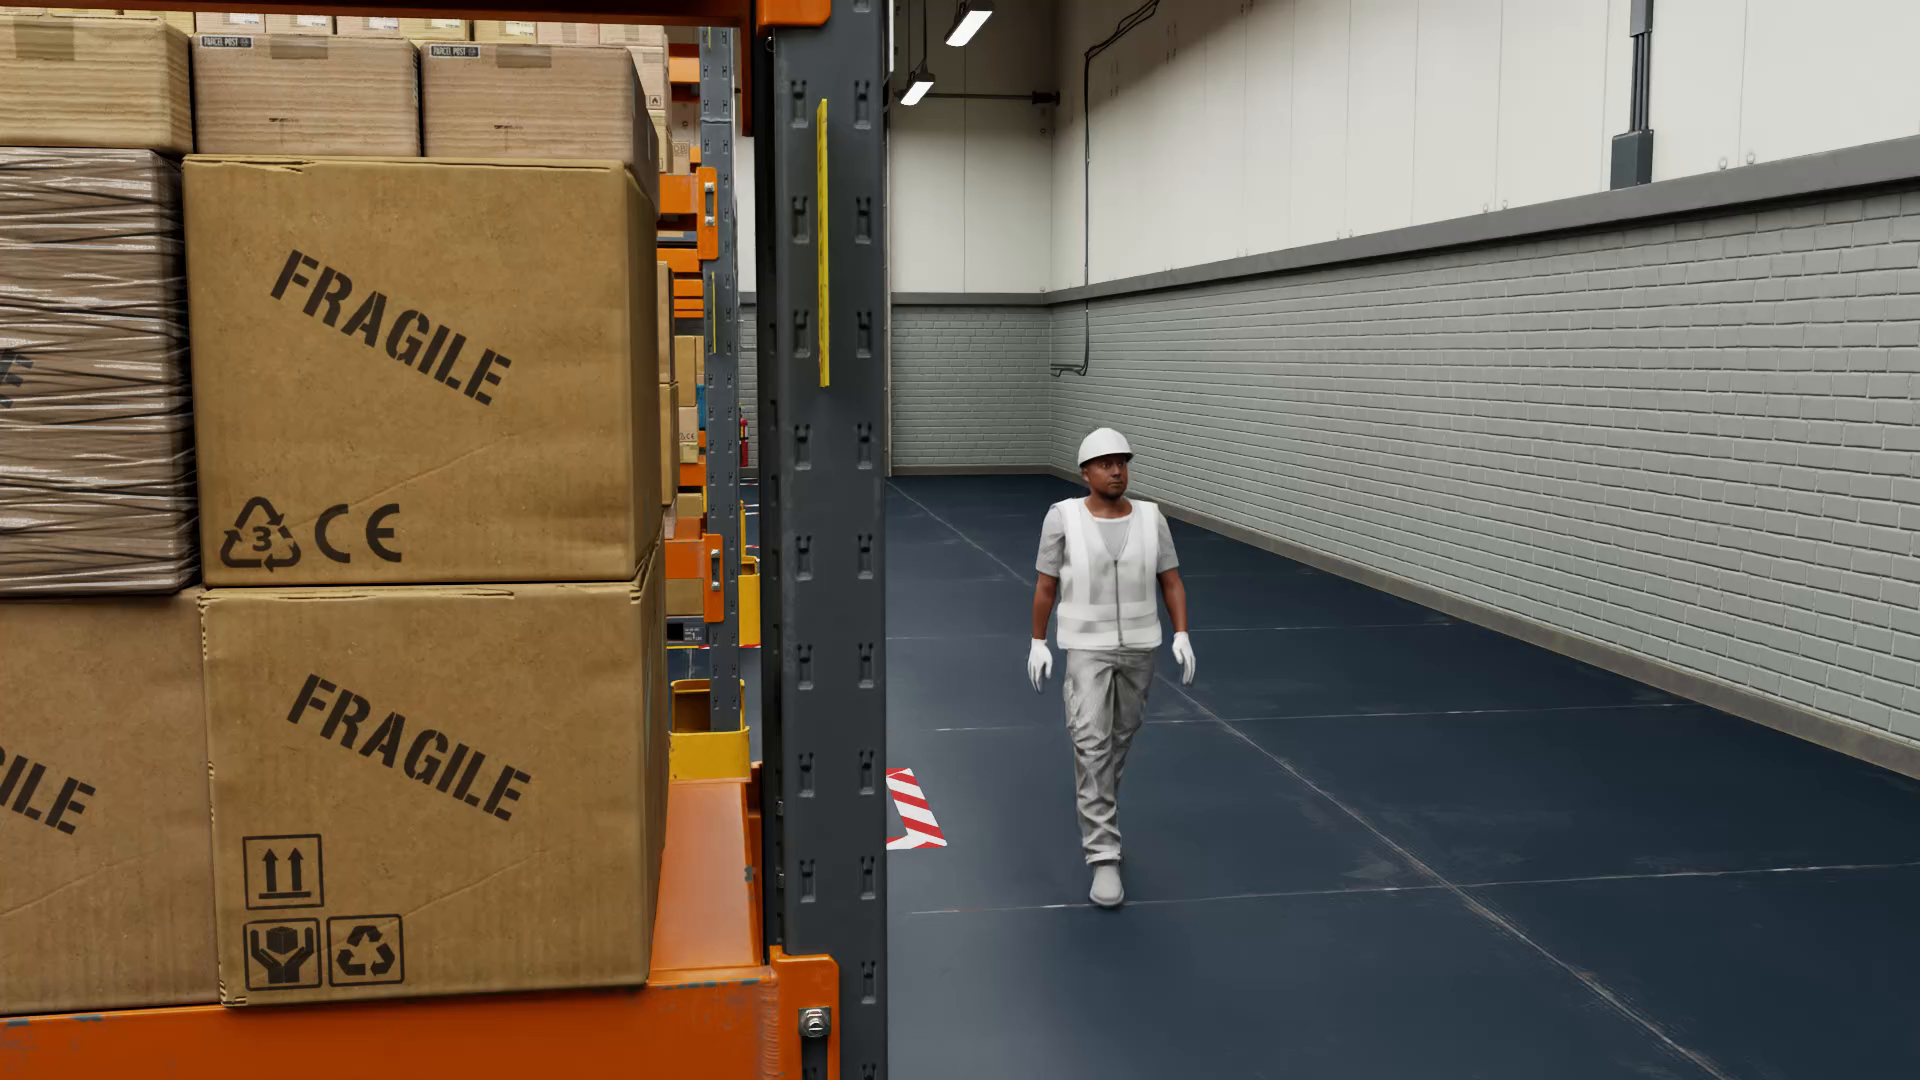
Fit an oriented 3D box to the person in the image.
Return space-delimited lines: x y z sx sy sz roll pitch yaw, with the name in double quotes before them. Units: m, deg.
"person" 0.620 0.442 6.565 0.601 1.758 0.905 -1 7 -13
